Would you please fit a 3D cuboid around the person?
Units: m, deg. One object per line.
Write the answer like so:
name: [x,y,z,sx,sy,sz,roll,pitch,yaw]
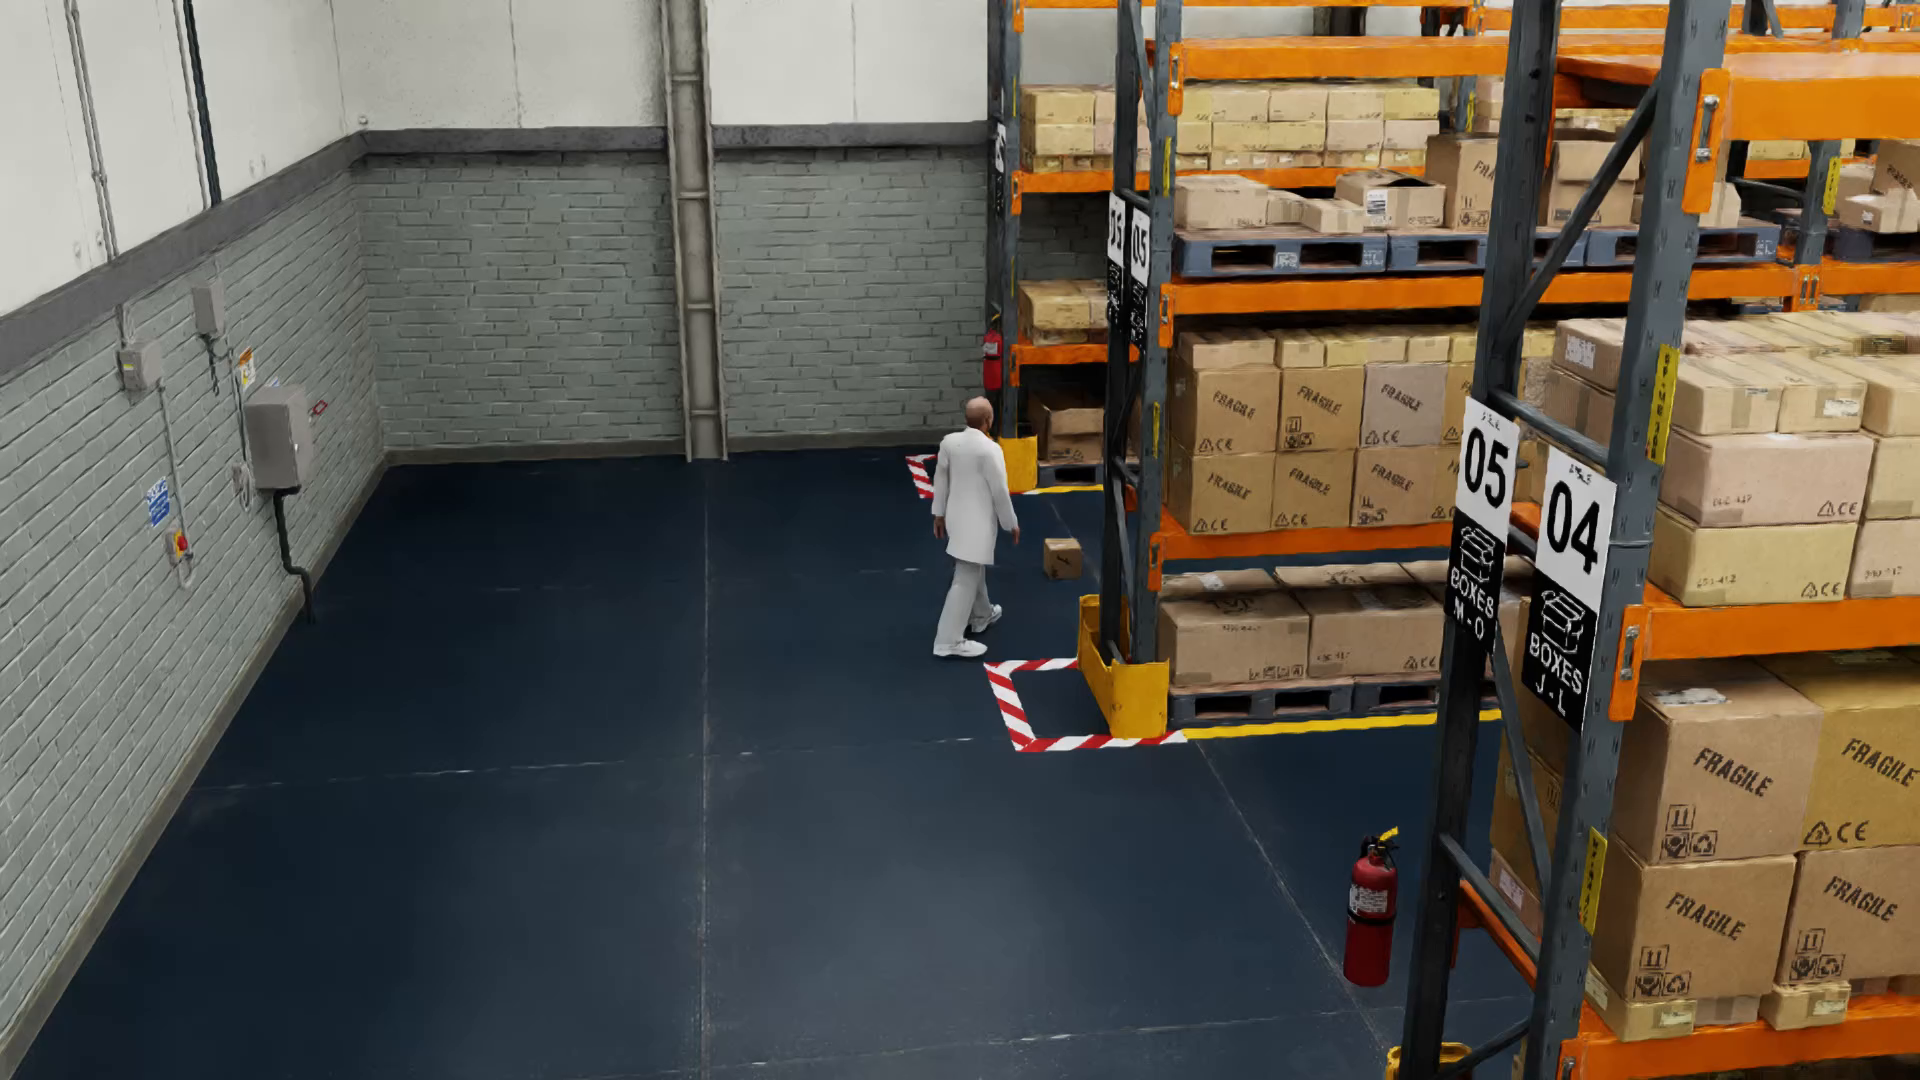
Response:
person: [0.102,-0.121,11.455,0.848,1.758,0.653,-14,24,-35]
